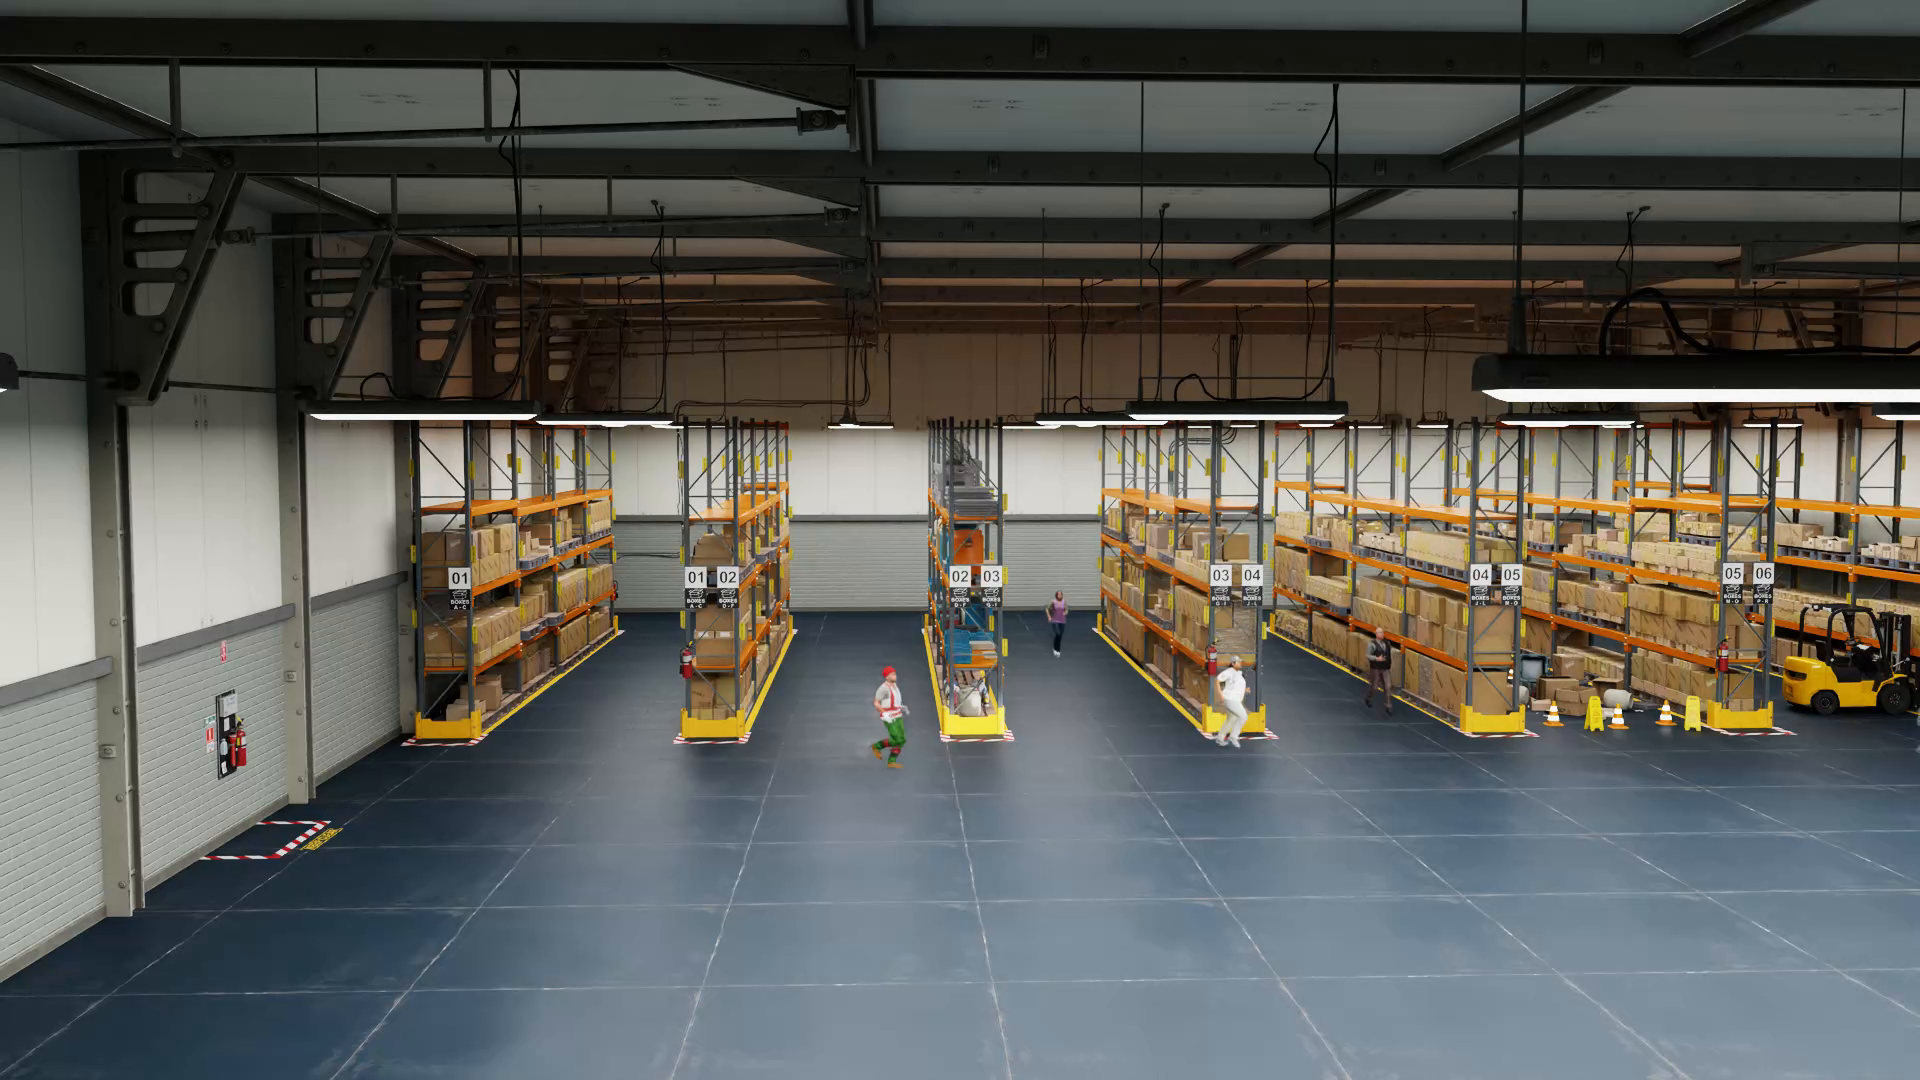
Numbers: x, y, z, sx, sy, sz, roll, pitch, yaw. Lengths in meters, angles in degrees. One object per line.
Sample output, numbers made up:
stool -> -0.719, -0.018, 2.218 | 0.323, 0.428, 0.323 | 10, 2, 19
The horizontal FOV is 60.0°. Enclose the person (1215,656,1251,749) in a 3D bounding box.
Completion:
person -> 4.976, 2.920, 30.197 | 0.643, 1.642, 0.591 | 2, 4, 33

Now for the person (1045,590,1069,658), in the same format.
person -> 2.373, 2.027, 40.084 | 0.506, 1.631, 0.646 | -1, 4, -17

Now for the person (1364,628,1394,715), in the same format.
person -> 8.522, 2.638, 33.743 | 0.659, 1.715, 0.975 | -1, 4, -13

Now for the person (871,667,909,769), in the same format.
person -> -1.196, 3.015, 28.305 | 0.591, 1.732, 0.673 | 2, 4, 25
